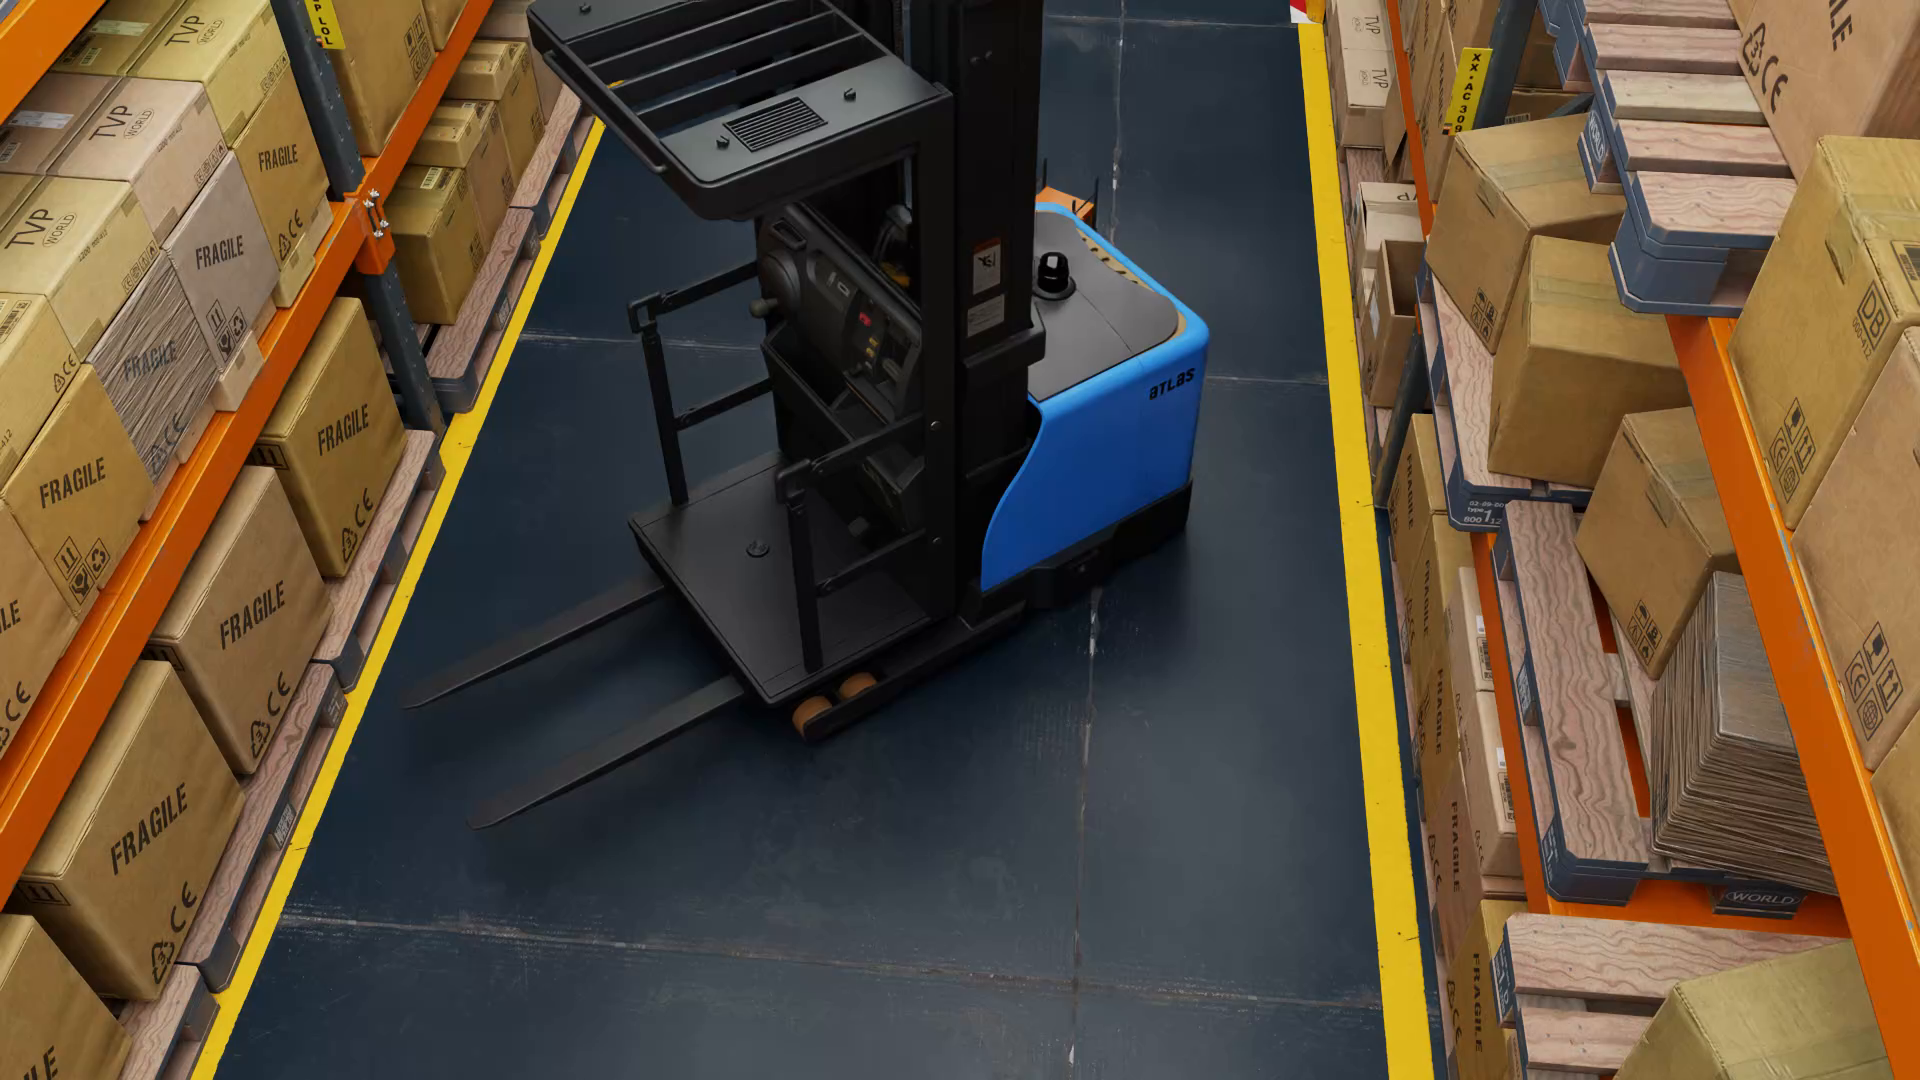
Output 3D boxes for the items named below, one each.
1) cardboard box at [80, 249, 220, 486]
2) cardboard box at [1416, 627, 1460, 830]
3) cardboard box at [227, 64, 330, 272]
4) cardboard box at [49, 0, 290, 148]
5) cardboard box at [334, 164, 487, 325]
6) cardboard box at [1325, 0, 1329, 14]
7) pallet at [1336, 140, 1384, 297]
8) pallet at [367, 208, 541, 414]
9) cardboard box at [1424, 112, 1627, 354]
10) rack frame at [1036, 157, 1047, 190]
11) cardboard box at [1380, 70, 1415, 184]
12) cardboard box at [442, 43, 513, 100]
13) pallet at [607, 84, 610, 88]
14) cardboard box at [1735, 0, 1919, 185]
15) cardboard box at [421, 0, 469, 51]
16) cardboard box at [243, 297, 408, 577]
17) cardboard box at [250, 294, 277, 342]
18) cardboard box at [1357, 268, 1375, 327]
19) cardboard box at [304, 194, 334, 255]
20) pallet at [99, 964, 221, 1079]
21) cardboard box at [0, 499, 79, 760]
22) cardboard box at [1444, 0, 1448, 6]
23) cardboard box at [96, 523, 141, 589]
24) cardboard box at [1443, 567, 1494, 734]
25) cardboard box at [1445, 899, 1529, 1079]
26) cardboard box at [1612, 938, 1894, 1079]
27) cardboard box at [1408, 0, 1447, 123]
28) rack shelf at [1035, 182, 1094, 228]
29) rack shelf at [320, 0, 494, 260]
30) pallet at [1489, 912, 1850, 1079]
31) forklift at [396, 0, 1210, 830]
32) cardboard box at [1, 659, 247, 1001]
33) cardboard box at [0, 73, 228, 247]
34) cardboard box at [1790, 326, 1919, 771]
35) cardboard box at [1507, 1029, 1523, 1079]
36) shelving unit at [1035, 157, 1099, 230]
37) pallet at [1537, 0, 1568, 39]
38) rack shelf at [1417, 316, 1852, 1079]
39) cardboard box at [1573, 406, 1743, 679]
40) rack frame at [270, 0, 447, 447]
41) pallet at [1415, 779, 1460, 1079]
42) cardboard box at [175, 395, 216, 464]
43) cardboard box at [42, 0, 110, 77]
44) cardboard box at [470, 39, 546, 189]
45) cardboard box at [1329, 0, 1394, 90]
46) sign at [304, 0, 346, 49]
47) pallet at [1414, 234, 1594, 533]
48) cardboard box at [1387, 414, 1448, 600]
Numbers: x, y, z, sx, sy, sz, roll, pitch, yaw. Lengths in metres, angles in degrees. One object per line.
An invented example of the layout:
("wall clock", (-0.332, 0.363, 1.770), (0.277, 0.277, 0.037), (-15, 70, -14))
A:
("cardboard box", (-2.602, -0.521, 4.911), (0.500, 0.500, 0.500), (4, 48, 4))
("cardboard box", (1.836, 0.644, 5.524), (0.500, 0.500, 0.500), (4, 48, 4))
("cardboard box", (-2.511, -1.265, 5.591), (0.500, 0.500, 0.500), (3, 48, 3))
("cardboard box", (-2.508, -1.514, 5.311), (0.500, 0.250, 0.500), (5, 48, 4))
("cardboard box", (-2.550, -1.321, 7.335), (0.700, 0.500, 0.500), (4, 48, 4))
("cardboard box", (2.197, -2.991, 9.087), (0.380, 0.149, 0.250), (4, 48, 4))
("pallet", (2.385, -1.612, 8.082), (1.003, 0.211, 1.213), (4, 48, 4))
("pallet", (-2.573, -1.093, 7.606), (1.003, 0.211, 1.213), (4, 48, 4))
("cardboard box", (1.947, -0.992, 5.273), (0.700, 0.500, 0.500), (-11, 48, -10))
("rack frame", (0.295, -1.139, 7.081), (0.008, 1.050, 0.200), (26, 53, 22))
("cardboard box", (2.379, -1.837, 7.791), (0.797, 0.503, 0.637), (4, 48, 4))
("cardboard box", (-2.290, -2.163, 7.665), (0.380, 0.149, 0.250), (3, 48, 2))
("pallet", (-2.351, -2.886, 9.246), (1.003, 0.211, 1.213), (4, 48, 4))
("cardboard box", (1.975, -1.026, 3.203), (0.600, 0.600, 0.600), (2, 48, 2))
("cardboard box", (-2.583, -2.515, 6.814), (0.980, 0.700, 0.700), (3, 48, 3))
("cardboard box", (-2.650, -0.410, 6.265), (0.750, 0.750, 0.750), (4, 48, 4))
("cardboard box", (-2.537, -0.761, 5.570), (0.380, 0.149, 0.250), (5, 48, 5))
("cardboard box", (1.957, -1.054, 7.315), (0.380, 0.149, 0.250), (4, 48, 4))
("cardboard box", (-2.469, -1.135, 5.912), (0.380, 0.149, 0.250), (4, 48, 4))
("pallet", (-2.938, 1.826, 4.937), (1.003, 0.211, 1.213), (4, 48, 4))
("cardboard box", (-2.683, 0.229, 4.224), (0.500, 0.500, 0.500), (4, 48, 3))
("cardboard box", (2.045, -2.287, 6.063), (0.500, 0.500, 0.500), (3, 48, 3))
("cardboard box", (-2.664, -0.010, 4.883), (0.380, 0.149, 0.250), (5, 48, 5))
("cardboard box", (1.835, 0.366, 5.270), (0.500, 0.250, 0.500), (4, 48, 4))
("cardboard box", (1.747, 1.401, 4.832), (0.500, 0.500, 0.500), (2, 48, 2))
("cardboard box", (1.794, 1.143, 3.319), (0.700, 0.500, 0.500), (-11, 48, -10))
("cardboard box", (2.049, -1.947, 6.430), (0.500, 0.500, 0.500), (5, 48, 5))
("rack shelf", (0.397, -1.274, 6.834), (0.240, 0.259, 0.215), (26, 53, 22))
("rack shelf", (-2.538, -2.707, 7.681), (1.077, 0.370, 4.000), (4, 48, 4))
("pallet", (1.840, 1.351, 3.611), (1.213, 0.211, 1.003), (4, 48, 4))
("forklift", (-0.578, -0.707, 5.410), (3.031, 2.935, 1.130), (-27, 53, -23))
("cardboard box", (-2.801, 0.868, 5.096), (0.750, 0.750, 0.750), (4, 48, 3))
("cardboard box", (-2.564, -1.139, 4.968), (0.500, 0.250, 0.500), (5, 48, 4))
("cardboard box", (1.901, 0.046, 2.575), (0.910, 0.500, 0.500), (4, 48, 4))
("cardboard box", (1.701, 1.487, 4.245), (0.500, 0.250, 0.500), (6, 48, 5))
("shelving unit", (0.397, -1.090, 7.035), (0.252, 1.050, 0.215), (26, 53, 22))
("pallet", (2.084, -1.624, 4.298), (1.213, 0.211, 1.003), (4, 48, 4))
("rack shelf", (2.031, 0.562, 4.690), (1.077, 0.370, 4.000), (4, 48, 4))
("cardboard box", (2.113, -0.023, 4.386), (0.700, 0.500, 0.500), (-7, 48, -6))
("rack frame", (-2.720, -1.480, 6.071), (1.000, 3.000, 0.127), (4, 48, 4))
("pallet", (2.068, 1.290, 5.427), (1.003, 0.211, 1.213), (4, 48, 4))
("cardboard box", (-2.591, -0.387, 5.228), (0.380, 0.149, 0.250), (4, 48, 4))
("cardboard box", (-3.022, -1.554, 5.347), (0.500, 0.250, 0.500), (5, 48, 5))
("cardboard box", (-2.452, -2.067, 8.017), (0.700, 0.500, 0.500), (5, 48, 4))
("cardboard box", (2.200, -2.562, 8.626), (0.500, 0.250, 0.500), (4, 48, 4))
("sign", (-2.179, -1.815, 5.646), (0.100, 0.325, 0.005), (4, 48, 4))
("pallet", (2.031, -0.505, 5.310), (1.003, 0.211, 1.213), (4, 48, 4))
("cardboard box", (1.926, -0.116, 6.219), (0.500, 0.500, 0.500), (2, 48, 2))
